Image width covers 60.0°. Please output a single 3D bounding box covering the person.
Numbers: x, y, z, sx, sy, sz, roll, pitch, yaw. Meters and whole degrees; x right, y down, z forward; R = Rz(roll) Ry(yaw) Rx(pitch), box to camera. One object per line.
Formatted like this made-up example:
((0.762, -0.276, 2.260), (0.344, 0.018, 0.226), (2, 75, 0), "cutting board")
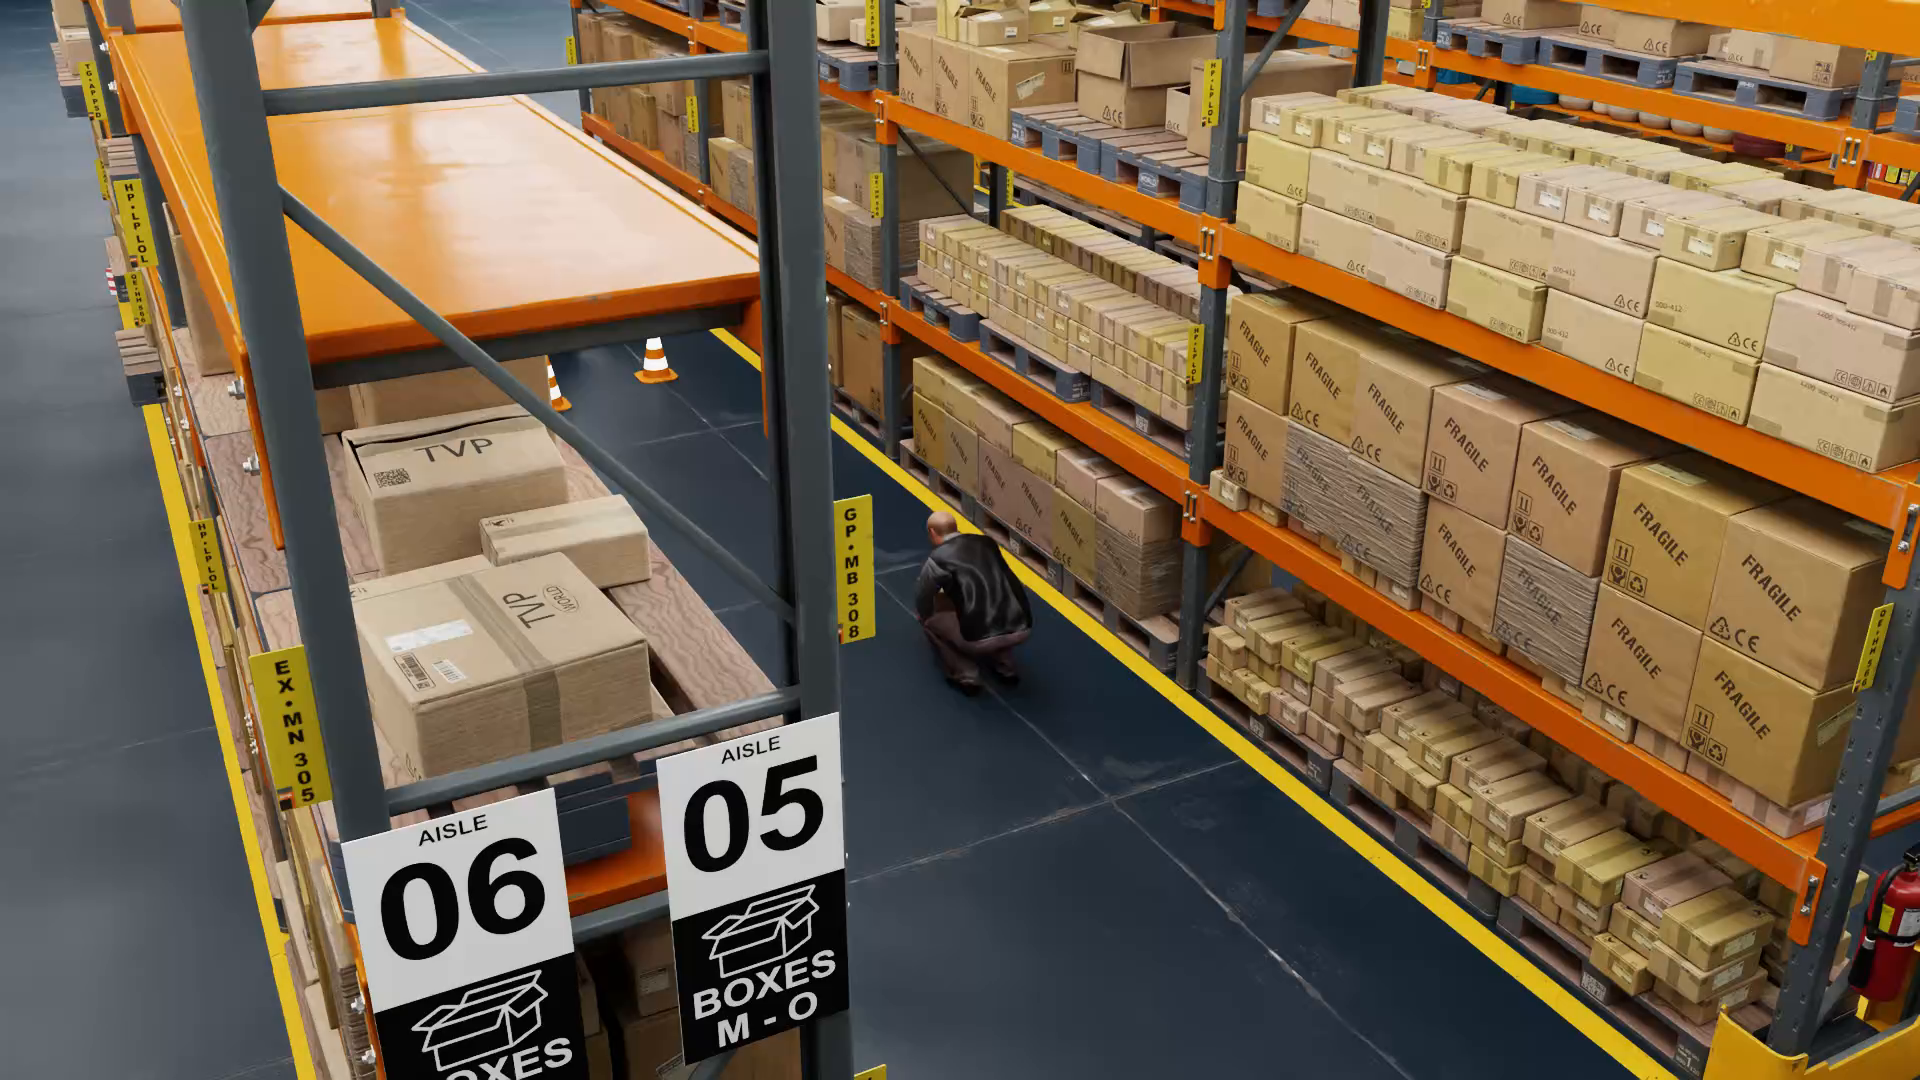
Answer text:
((0.059, 0.358, 9.812), (0.540, 0.963, 0.876), (-13, 28, -25), "person")
